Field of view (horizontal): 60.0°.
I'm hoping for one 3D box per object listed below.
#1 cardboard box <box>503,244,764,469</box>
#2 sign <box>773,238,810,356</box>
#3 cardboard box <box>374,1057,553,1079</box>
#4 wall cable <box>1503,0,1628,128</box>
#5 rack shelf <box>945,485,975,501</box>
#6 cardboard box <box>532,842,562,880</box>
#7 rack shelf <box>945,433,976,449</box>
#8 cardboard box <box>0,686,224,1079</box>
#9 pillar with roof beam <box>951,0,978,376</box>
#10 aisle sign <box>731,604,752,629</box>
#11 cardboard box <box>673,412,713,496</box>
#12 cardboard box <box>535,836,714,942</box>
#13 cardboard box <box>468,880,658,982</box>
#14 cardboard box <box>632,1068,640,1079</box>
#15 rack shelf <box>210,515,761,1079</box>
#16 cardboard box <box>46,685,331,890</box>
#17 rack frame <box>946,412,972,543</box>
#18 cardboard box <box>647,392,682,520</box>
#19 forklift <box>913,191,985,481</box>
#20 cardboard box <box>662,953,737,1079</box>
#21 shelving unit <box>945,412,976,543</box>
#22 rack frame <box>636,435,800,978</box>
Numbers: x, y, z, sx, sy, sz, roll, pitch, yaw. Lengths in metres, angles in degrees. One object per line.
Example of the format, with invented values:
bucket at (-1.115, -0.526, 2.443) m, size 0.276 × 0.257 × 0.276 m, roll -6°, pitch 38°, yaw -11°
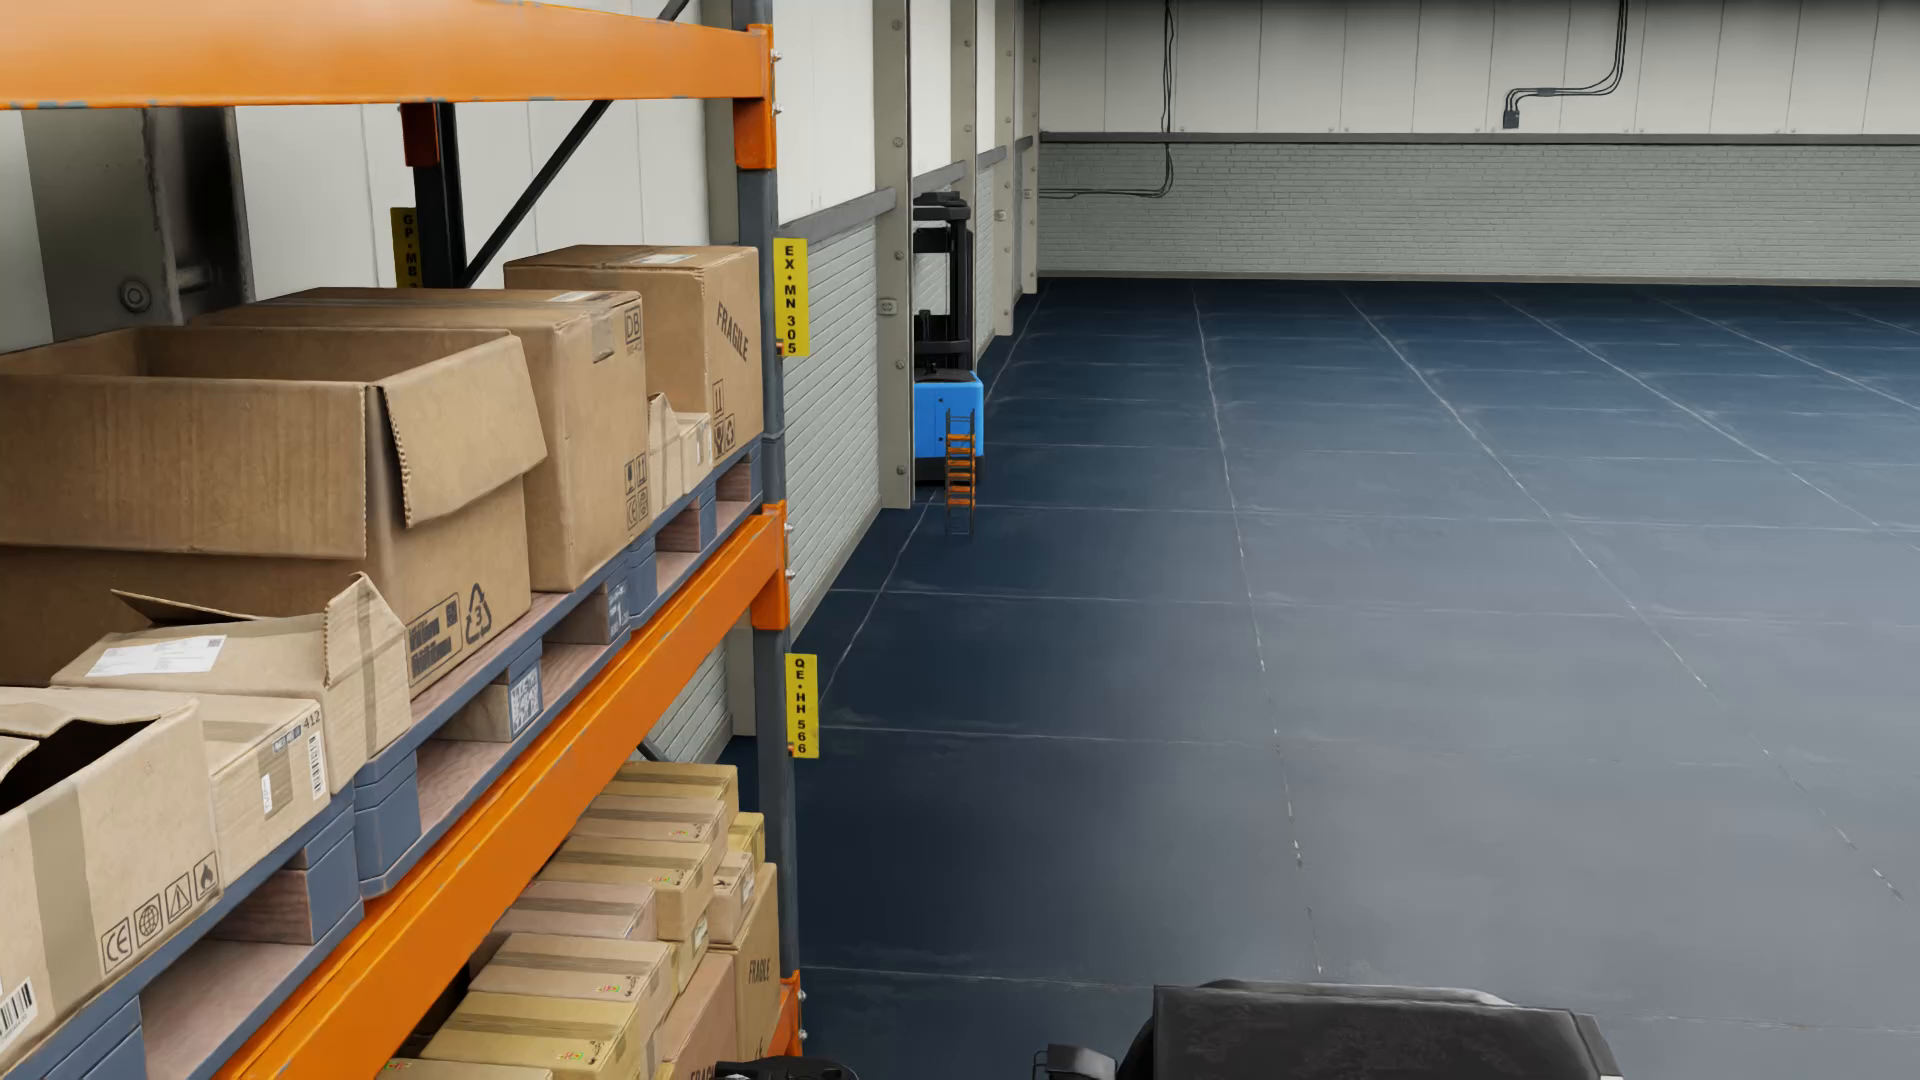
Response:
cardboard box at (-0.815, -0.479, 4.255) m, size 0.500 × 0.500 × 0.500 m, roll 2°, pitch 15°, yaw 8°
sign at (-0.470, -0.672, 4.609) m, size 0.100 × 0.325 × 0.005 m, roll 2°, pitch 15°, yaw 6°
cardboard box at (-1.006, 1.138, 3.203) m, size 0.380 × 0.149 × 0.250 m, roll 2°, pitch 15°, yaw 7°
wall cable at (12.481, -11.460, 33.789) m, size 2.305 × 6.003 × 0.169 m, roll 2°, pitch 15°, yaw 6°
rack shelf at (0.002, -0.424, 15.062) m, size 0.258 × 0.103 × 0.180 m, roll 2°, pitch 15°, yaw 6°
cardboard box at (-1.268, 0.931, 4.540) m, size 0.380 × 0.149 × 0.250 m, roll 2°, pitch 15°, yaw 6°
rack shelf at (0.002, -0.888, 14.937) m, size 0.258 × 0.103 × 0.180 m, roll 2°, pitch 15°, yaw 6°
cardboard box at (-1.123, 0.319, 1.665) m, size 0.500 × 0.311 × 0.500 m, roll 2°, pitch 15°, yaw 7°
pillar with roof beam at (4.327, -6.138, 20.621) m, size 9.100 × 9.000 × 0.400 m, roll 2°, pitch 15°, yaw 6°
aisle sign at (-0.708, -0.118, 4.870) m, size 0.394 × 0.787 × 0.004 m, roll 2°, pitch 15°, yaw 6°
cardboard box at (-0.799, -0.208, 3.924) m, size 0.380 × 0.149 × 0.250 m, roll 1°, pitch 15°, yaw 5°
cardboard box at (-0.838, 0.873, 4.181) m, size 0.380 × 0.149 × 0.250 m, roll 2°, pitch 15°, yaw 8°
cardboard box at (-0.940, 0.936, 3.951) m, size 0.380 × 0.149 × 0.250 m, roll 2°, pitch 15°, yaw 7°
cardboard box at (-0.889, 1.216, 3.484) m, size 0.380 × 0.149 × 0.250 m, roll 2°, pitch 15°, yaw 7°
rack shelf at (-1.233, 0.435, 2.927) m, size 0.919 × 0.052 × 3.809 m, roll 2°, pitch 15°, yaw 6°
cardboard box at (-1.020, 0.299, 2.049) m, size 0.380 × 0.149 × 0.250 m, roll 2°, pitch 15°, yaw 8°
rack frame at (-0.009, -0.559, 14.932) m, size 0.240 × 1.200 × 0.006 m, roll 2°, pitch 15°, yaw 6°
cardboard box at (-0.828, -0.199, 3.665) m, size 0.396 × 0.266 × 0.258 m, roll 2°, pitch 15°, yaw 6°
forklift at (11.494, 2.405, 0.653) m, size 20.458 × 2.935 × 42.096 m, roll -2°, pitch 15°, yaw -7°
cardboard box at (-0.870, 1.367, 4.168) m, size 0.500 × 0.500 × 0.500 m, roll 2°, pitch 15°, yaw 8°
shelving unit at (1.505, 2.026, 4.223) m, size 5.752 × 1.800 × 21.905 m, roll 2°, pitch 15°, yaw 6°
rack frame at (-1.008, 1.146, 5.178) m, size 1.000 × 3.000 × 0.127 m, roll 2°, pitch 15°, yaw 6°
